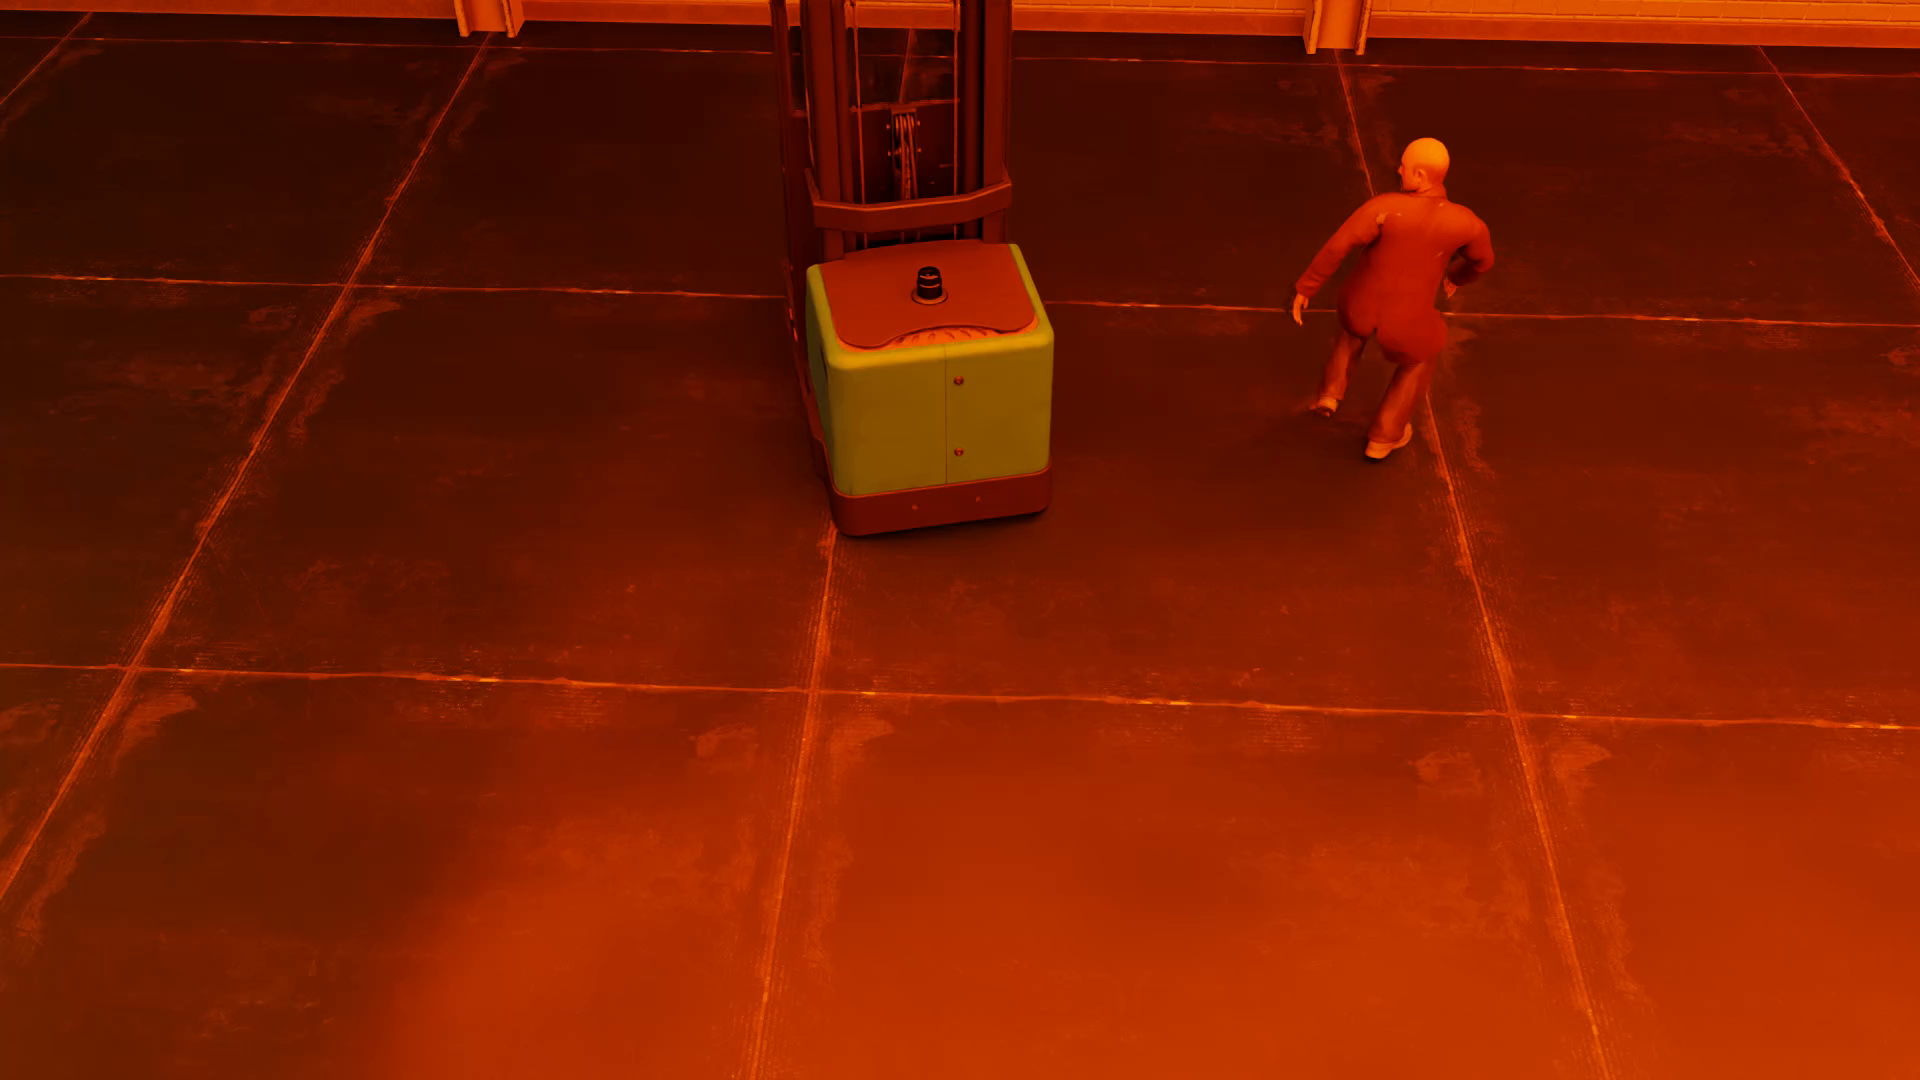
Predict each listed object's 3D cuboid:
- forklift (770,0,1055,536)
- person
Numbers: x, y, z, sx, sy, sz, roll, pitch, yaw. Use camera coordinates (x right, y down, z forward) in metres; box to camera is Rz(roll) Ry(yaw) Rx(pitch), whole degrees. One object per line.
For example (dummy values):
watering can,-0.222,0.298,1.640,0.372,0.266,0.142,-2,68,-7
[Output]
forklift,-0.354,-2.106,8.049,1.130,2.935,3.031,-8,43,-8
person,2.059,-1.154,7.940,0.823,1.690,0.696,17,45,18
